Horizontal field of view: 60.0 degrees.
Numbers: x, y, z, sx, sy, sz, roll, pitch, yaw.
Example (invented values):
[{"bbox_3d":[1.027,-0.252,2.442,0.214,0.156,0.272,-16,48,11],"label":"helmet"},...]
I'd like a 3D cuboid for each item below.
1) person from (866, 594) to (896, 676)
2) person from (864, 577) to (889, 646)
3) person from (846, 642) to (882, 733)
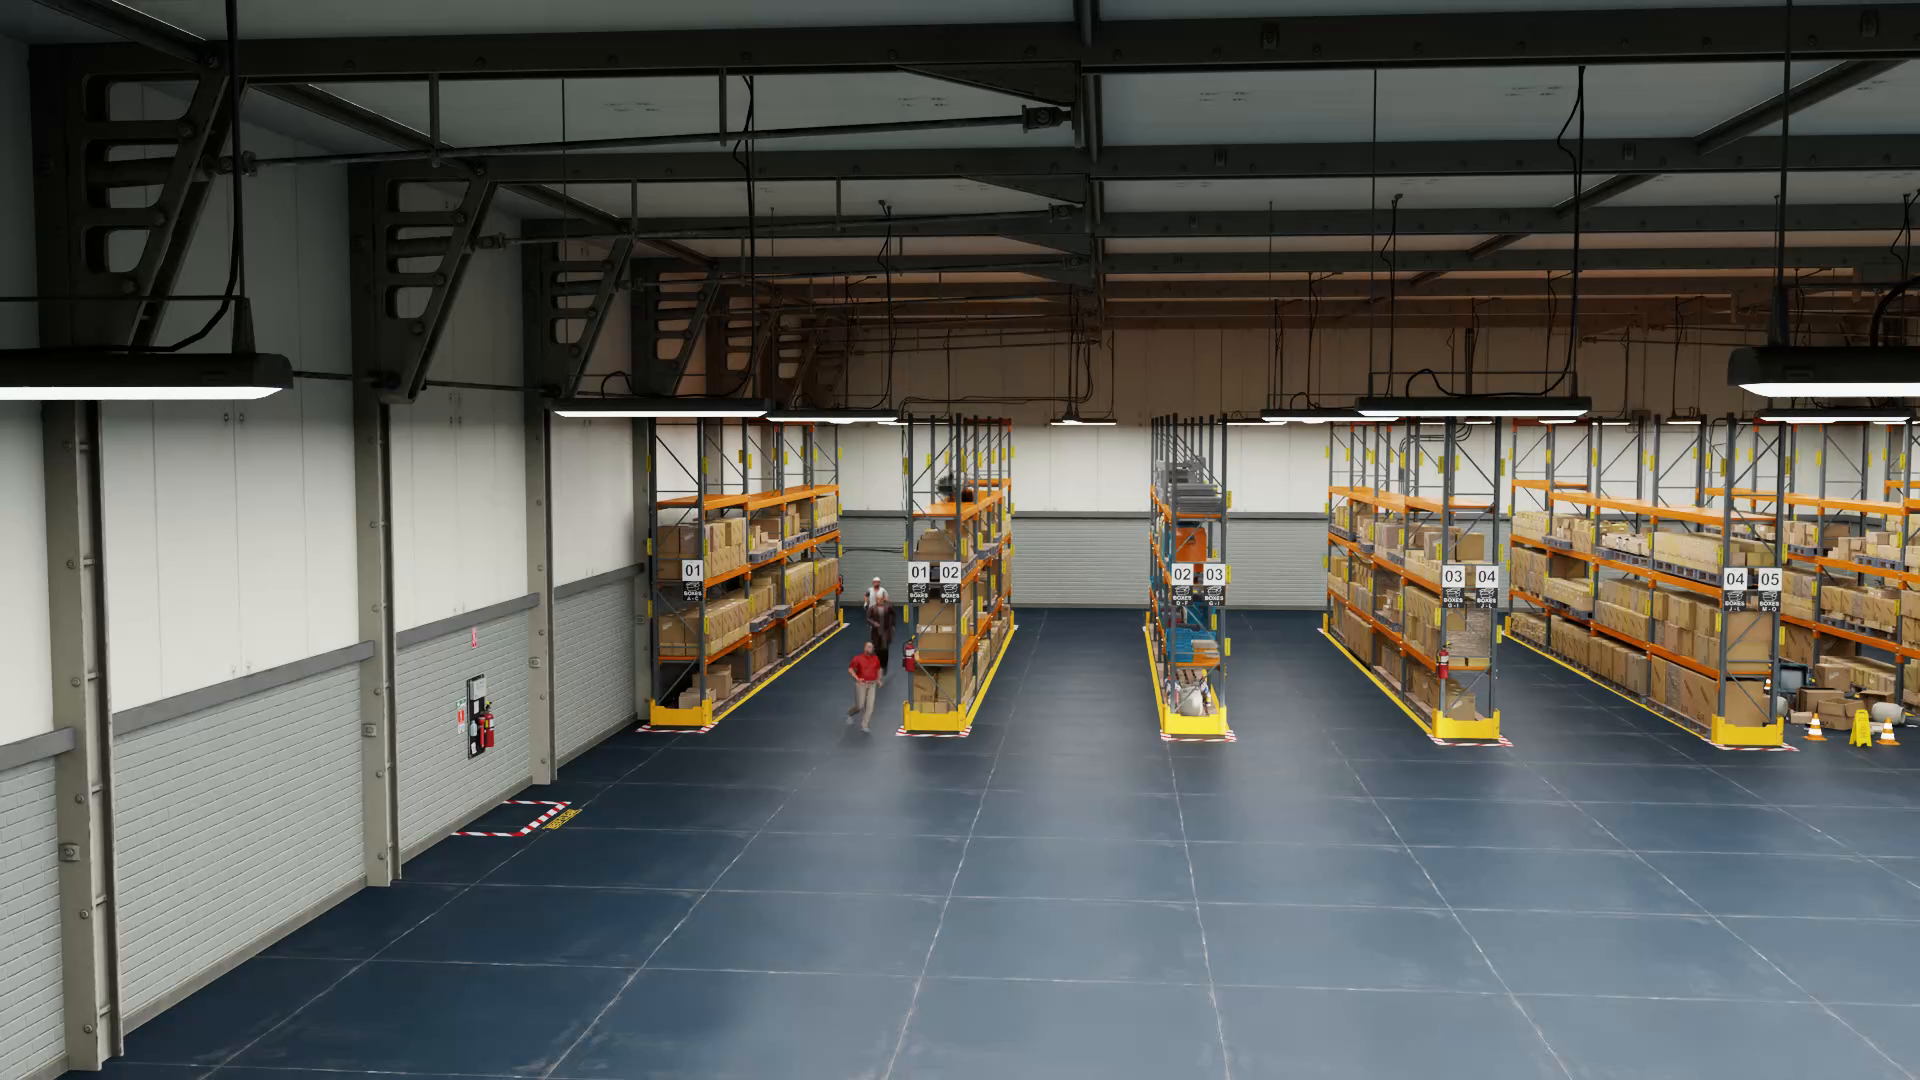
[{"bbox_3d":[-1.761,2.110,37.025,0.672,1.829,0.835,0,4,-3],"label":"person"},{"bbox_3d":[-2.193,1.876,43.568,0.660,1.816,0.915,0,4,-4],"label":"person"},{"bbox_3d":[-1.773,2.762,31.485,0.699,1.682,0.706,-2,4,-31],"label":"person"}]
